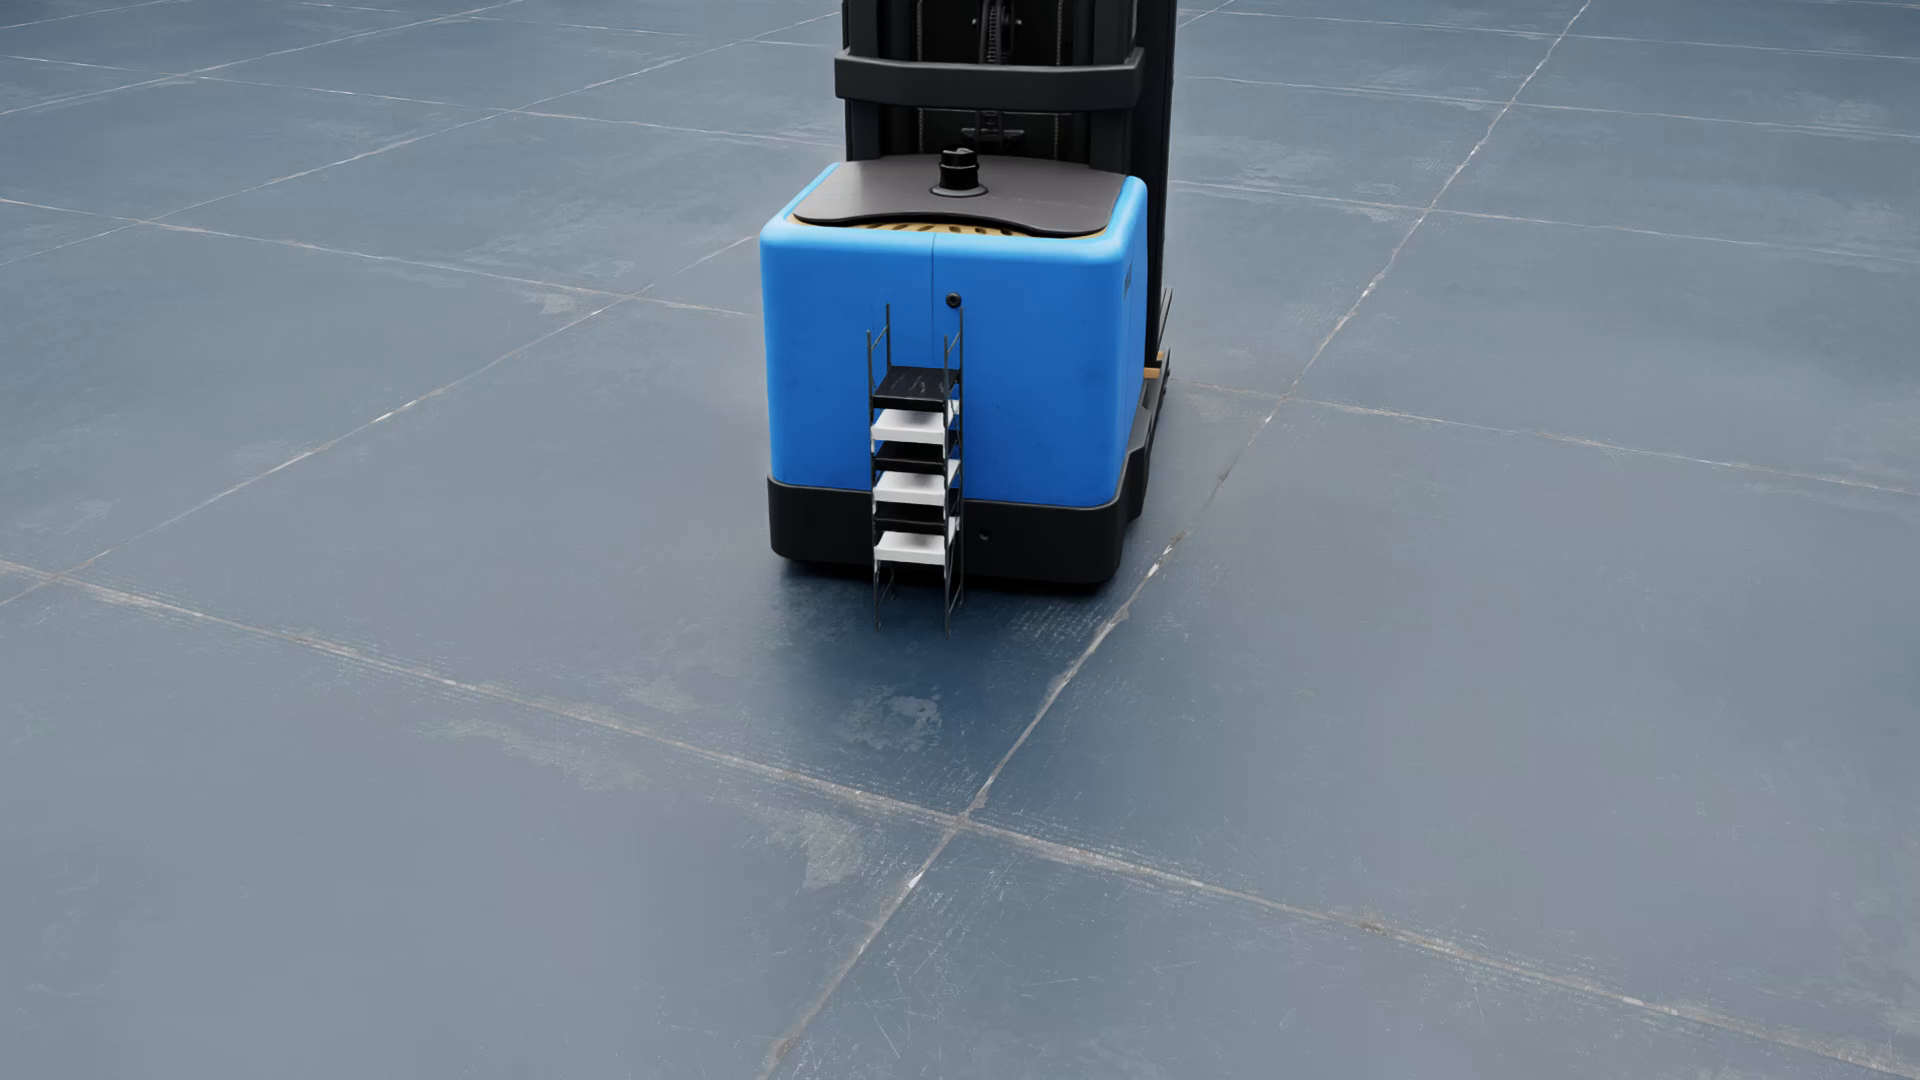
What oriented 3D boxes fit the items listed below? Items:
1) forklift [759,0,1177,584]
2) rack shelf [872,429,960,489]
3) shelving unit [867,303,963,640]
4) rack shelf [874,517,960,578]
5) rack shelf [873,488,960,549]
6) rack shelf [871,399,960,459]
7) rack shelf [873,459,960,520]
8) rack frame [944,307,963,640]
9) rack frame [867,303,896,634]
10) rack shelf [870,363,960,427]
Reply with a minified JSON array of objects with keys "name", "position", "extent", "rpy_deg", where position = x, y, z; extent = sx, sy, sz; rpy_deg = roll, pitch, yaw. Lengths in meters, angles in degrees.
[{"name":"forklift","position":[0.202,-1.814,5.616],"extent":[1.130,2.935,3.031],"rpy_deg":[5,27,9]},{"name":"rack shelf","position":[-0.116,-0.232,4.574],"extent":[0.200,0.077,0.258],"rpy_deg":[5,27,9]},{"name":"shelving unit","position":[-0.116,-0.182,4.600],"extent":[0.210,0.900,0.258],"rpy_deg":[5,27,9]},{"name":"rack shelf","position":[-0.116,0.010,4.694],"extent":[0.200,0.077,0.258],"rpy_deg":[5,27,9]},{"name":"rack shelf","position":[-0.116,-0.071,4.654],"extent":[0.200,0.077,0.258],"rpy_deg":[5,27,9]},{"name":"rack shelf","position":[-0.116,-0.313,4.534],"extent":[0.200,0.077,0.258],"rpy_deg":[5,27,9]},{"name":"rack shelf","position":[-0.116,-0.152,4.614],"extent":[0.200,0.077,0.258],"rpy_deg":[5,27,9]},{"name":"rack frame","position":[-0.016,-0.173,4.583],"extent":[0.006,0.900,0.240],"rpy_deg":[5,27,9]},{"name":"rack frame","position":[-0.216,-0.190,4.616],"extent":[0.006,0.900,0.240],"rpy_deg":[5,27,9]},{"name":"rack shelf","position":[-0.116,-0.394,4.495],"extent":[0.200,0.077,0.258],"rpy_deg":[5,27,9]}]
